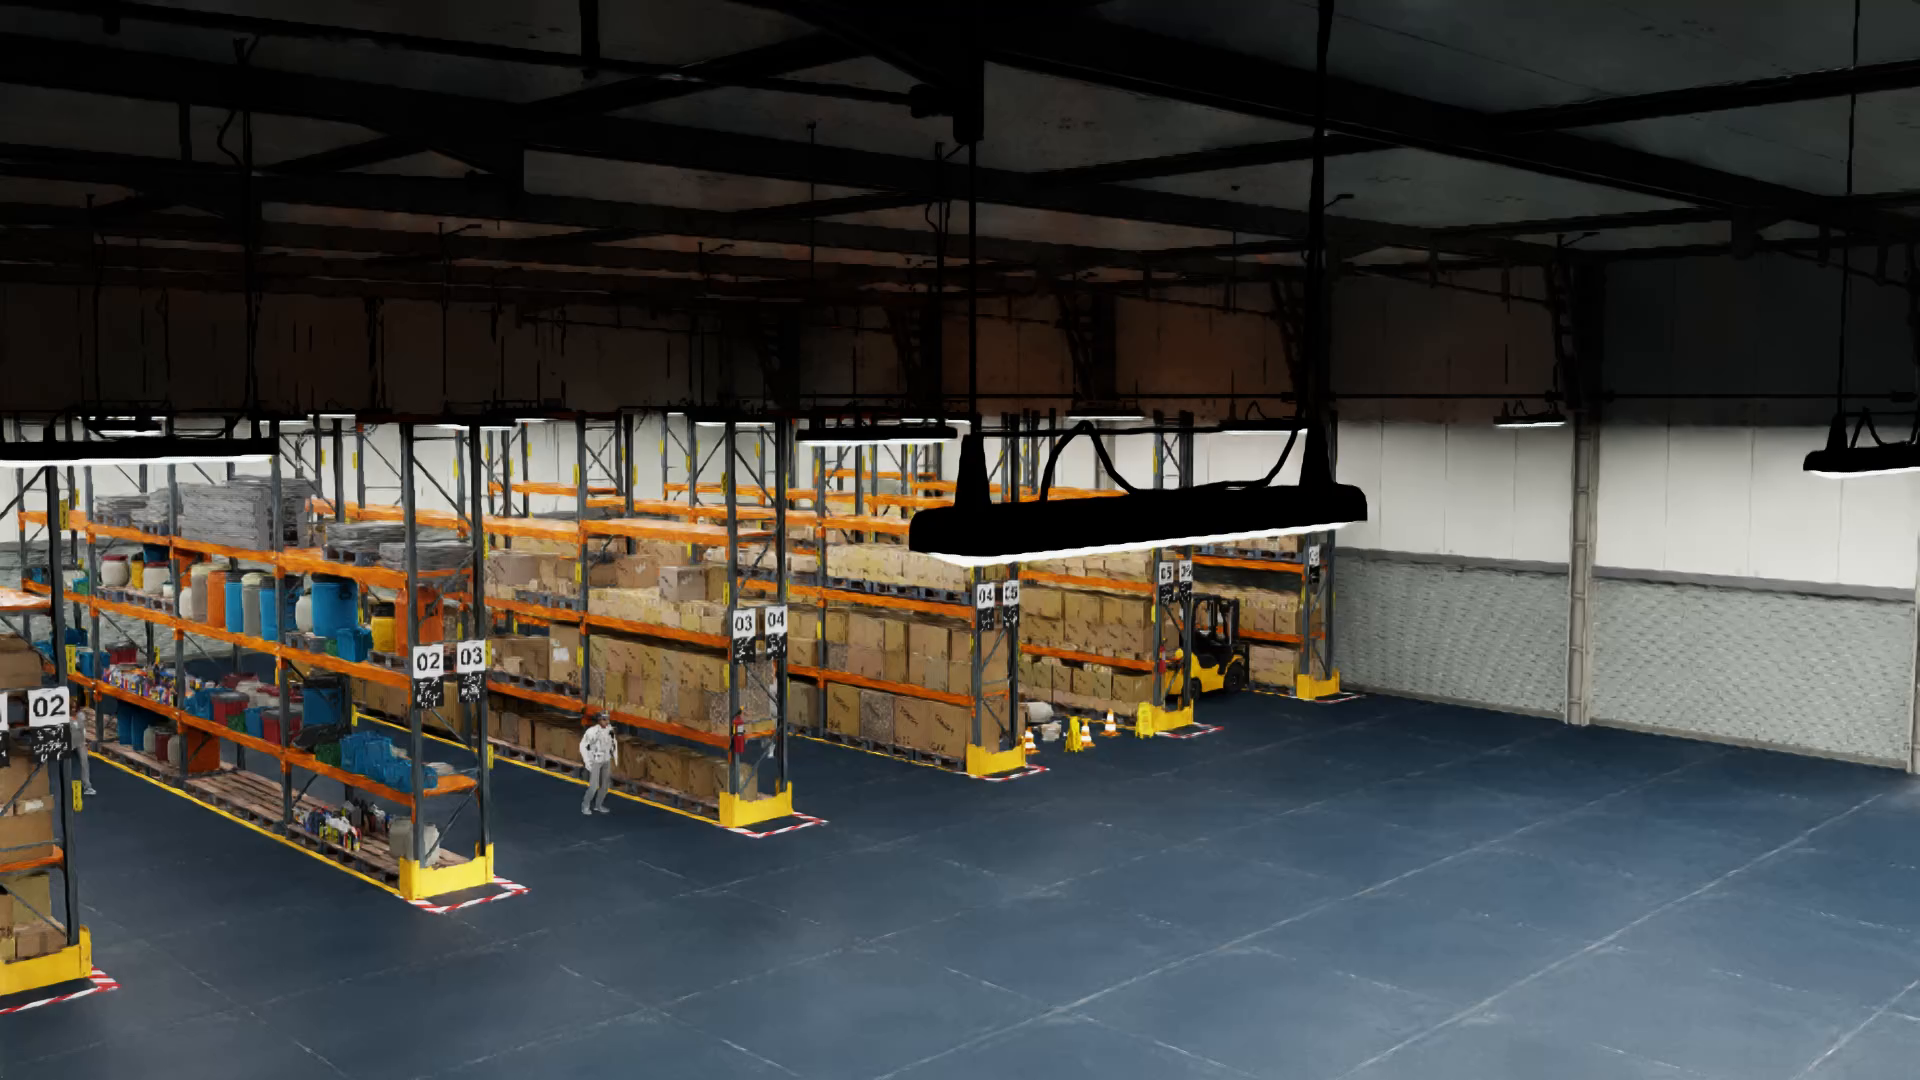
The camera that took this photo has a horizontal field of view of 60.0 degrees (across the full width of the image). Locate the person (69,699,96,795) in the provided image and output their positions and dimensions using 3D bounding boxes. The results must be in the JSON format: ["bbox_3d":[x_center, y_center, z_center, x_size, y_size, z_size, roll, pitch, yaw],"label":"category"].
[{"bbox_3d":[-14.095,3.266,26.429,0.417,1.517,1.037,-4,7,-42],"label":"person"}]

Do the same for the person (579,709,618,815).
[{"bbox_3d":[-5.462,3.341,25.154,0.512,1.632,0.639,5,7,43],"label":"person"}]

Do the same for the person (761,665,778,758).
[{"bbox_3d":[-3.335,2.976,29.281,0.463,1.620,0.924,-3,6,-29],"label":"person"}]
